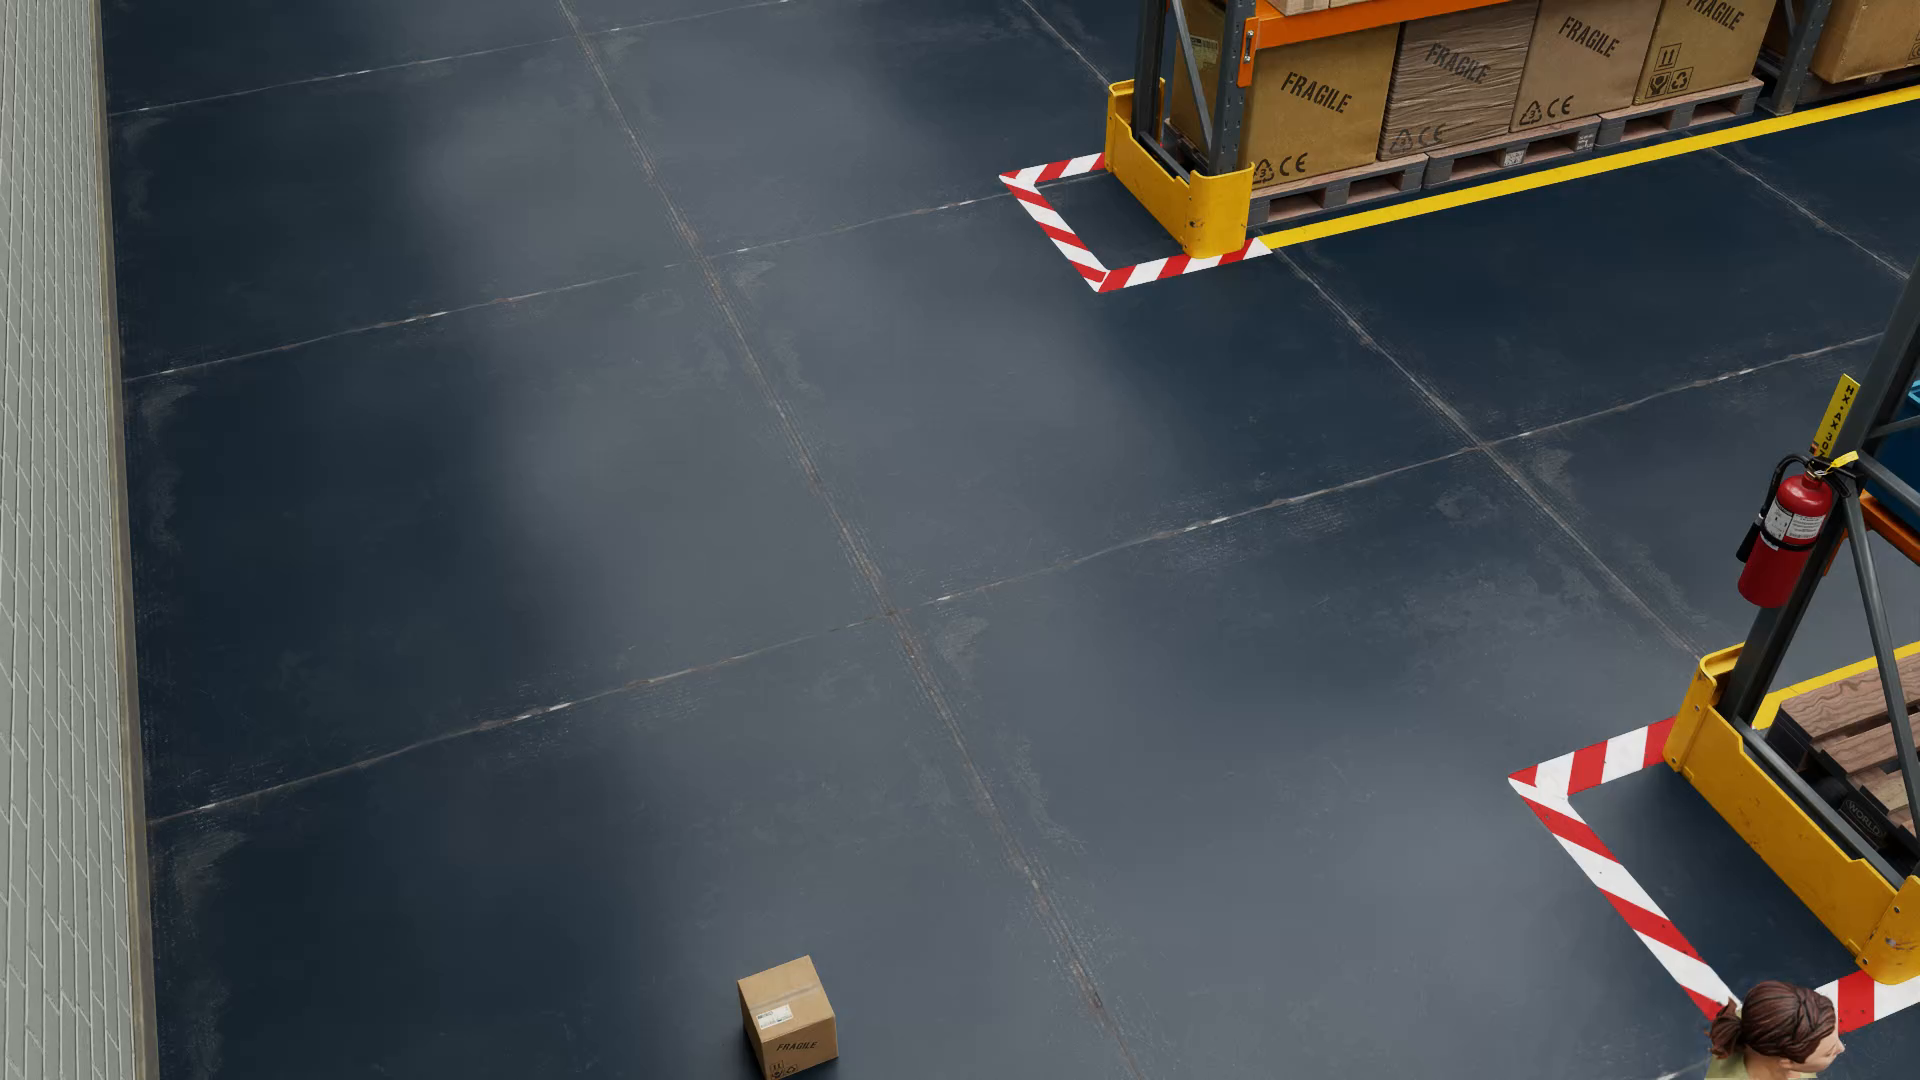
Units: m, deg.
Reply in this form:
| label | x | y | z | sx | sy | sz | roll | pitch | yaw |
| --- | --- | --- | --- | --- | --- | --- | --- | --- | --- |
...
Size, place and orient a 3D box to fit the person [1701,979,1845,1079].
| label | x | y | z | sx | sy | sz | roll | pitch | yaw |
| --- | --- | --- | --- | --- | --- | --- | --- | --- | --- |
| person | 2.018 | 1.649 | 4.323 | 1.020 | 1.614 | 0.466 | 17 | 45 | 18 |
